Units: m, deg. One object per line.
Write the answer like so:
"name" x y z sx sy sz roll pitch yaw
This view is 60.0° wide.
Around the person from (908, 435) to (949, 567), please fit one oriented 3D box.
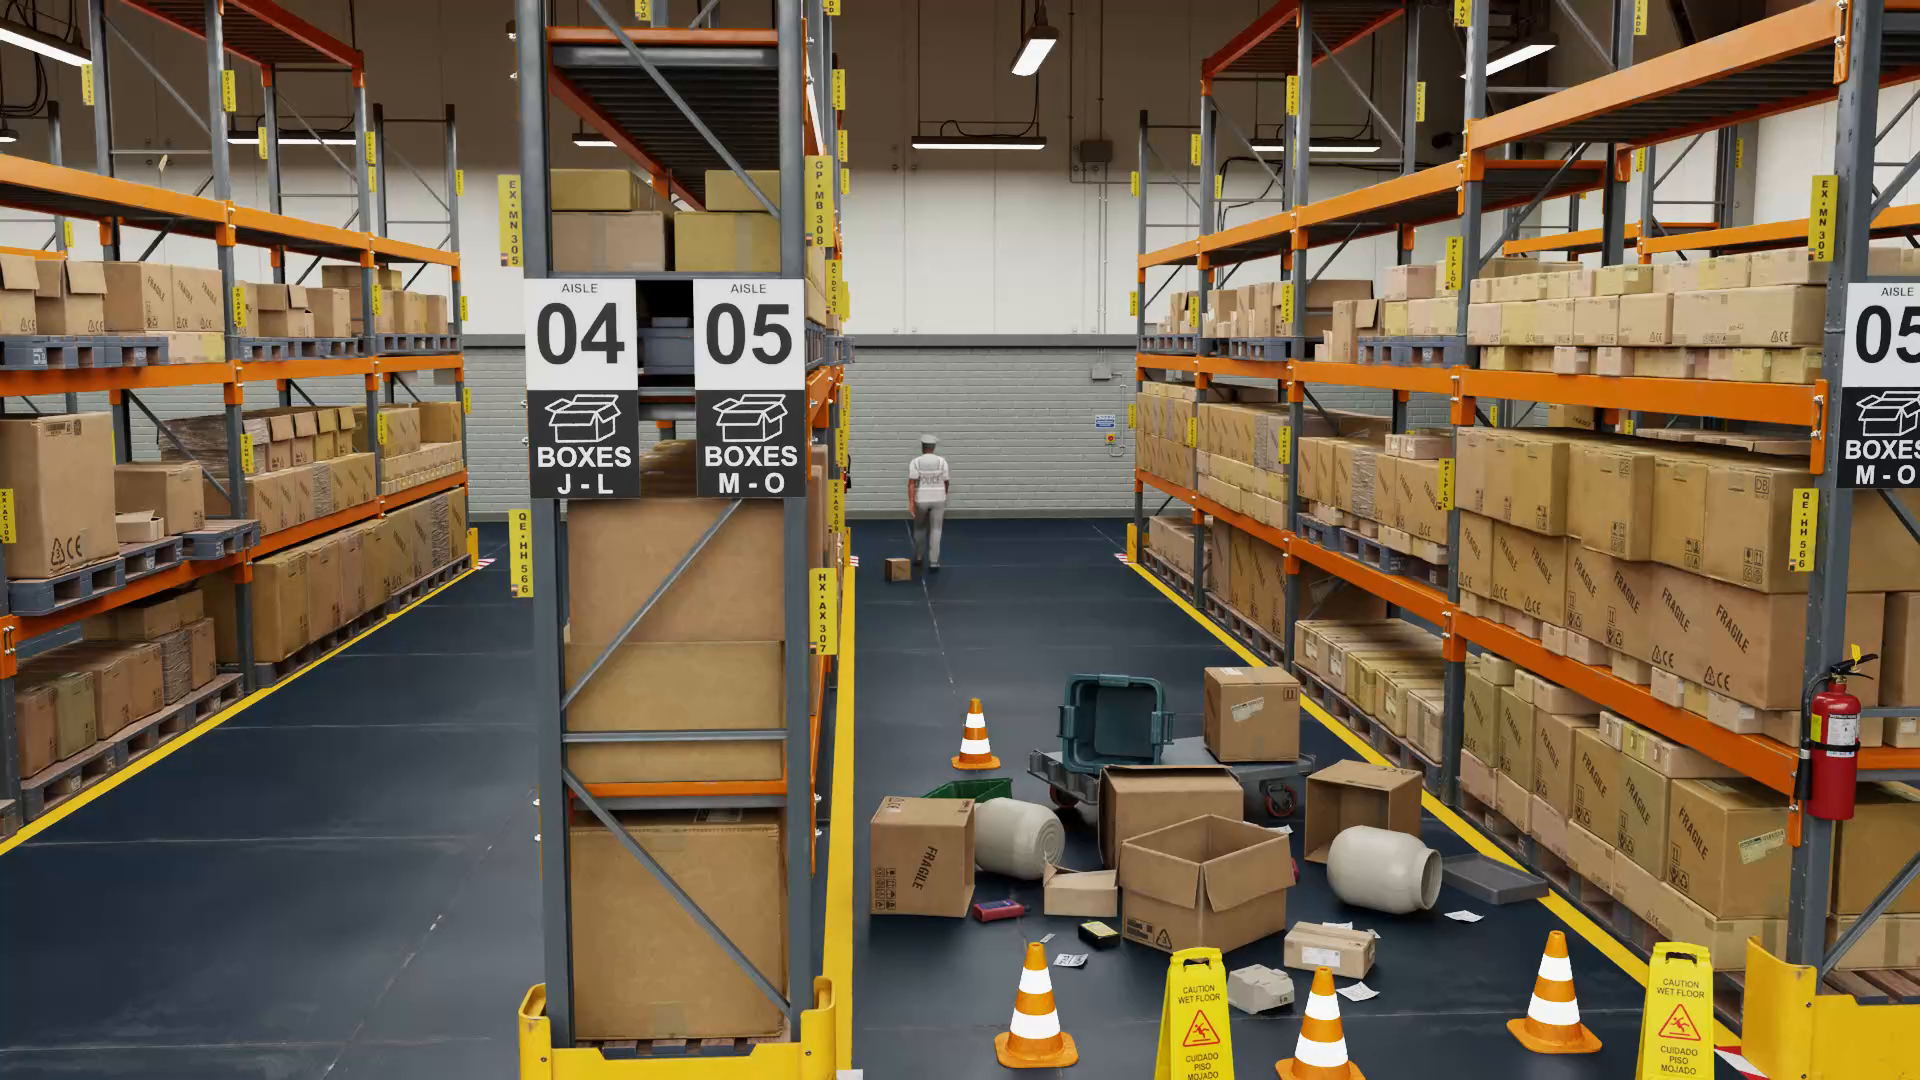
"person" -0.406 -0.529 21.962 0.536 1.716 0.996 0 7 2
